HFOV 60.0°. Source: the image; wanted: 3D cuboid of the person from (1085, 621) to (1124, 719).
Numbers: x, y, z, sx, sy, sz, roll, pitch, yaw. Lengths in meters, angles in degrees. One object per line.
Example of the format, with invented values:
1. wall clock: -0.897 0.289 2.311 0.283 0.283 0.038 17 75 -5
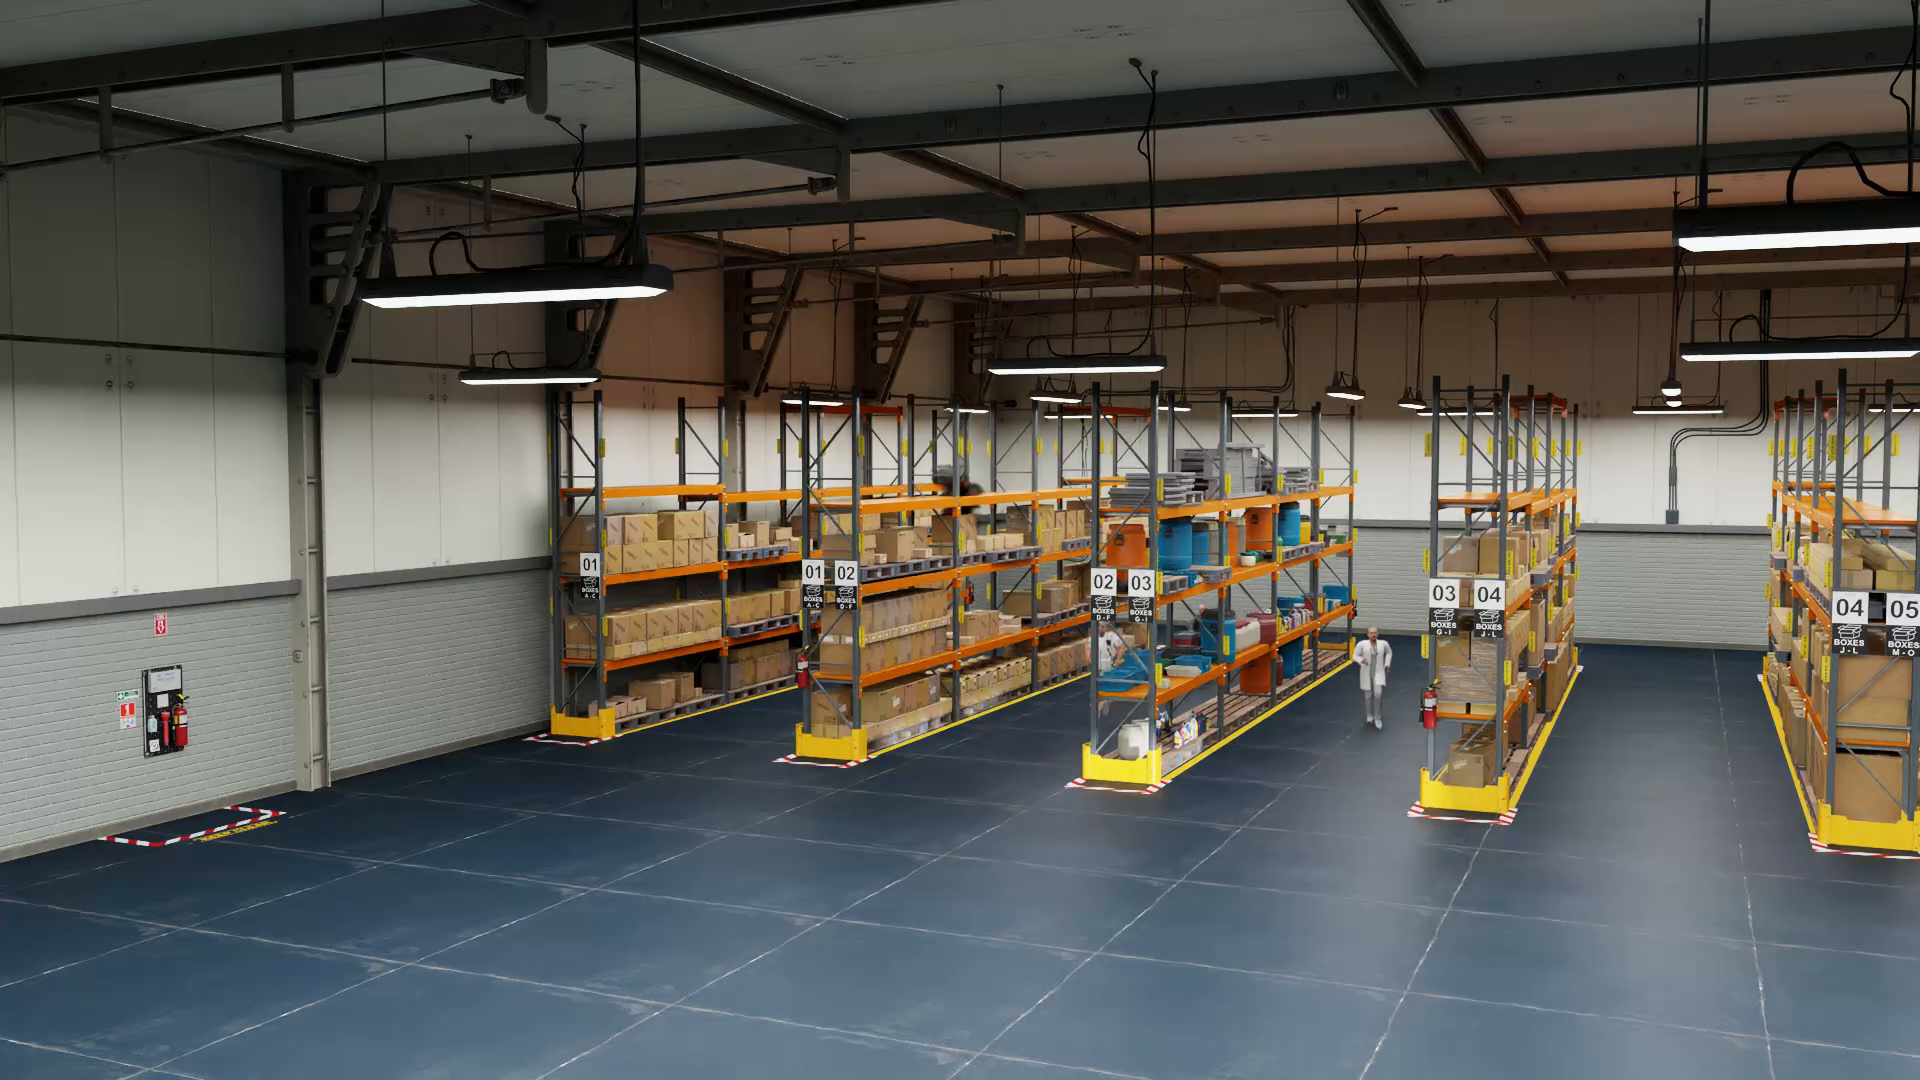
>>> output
1. person: 2.523 2.261 29.422 0.686 1.791 0.896 1 3 24

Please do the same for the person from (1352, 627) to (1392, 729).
1. person: 7.407 2.474 29.917 0.689 1.824 0.833 1 3 15

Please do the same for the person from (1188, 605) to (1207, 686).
1. person: 5.144 2.219 35.247 0.677 1.688 0.896 1 3 22
